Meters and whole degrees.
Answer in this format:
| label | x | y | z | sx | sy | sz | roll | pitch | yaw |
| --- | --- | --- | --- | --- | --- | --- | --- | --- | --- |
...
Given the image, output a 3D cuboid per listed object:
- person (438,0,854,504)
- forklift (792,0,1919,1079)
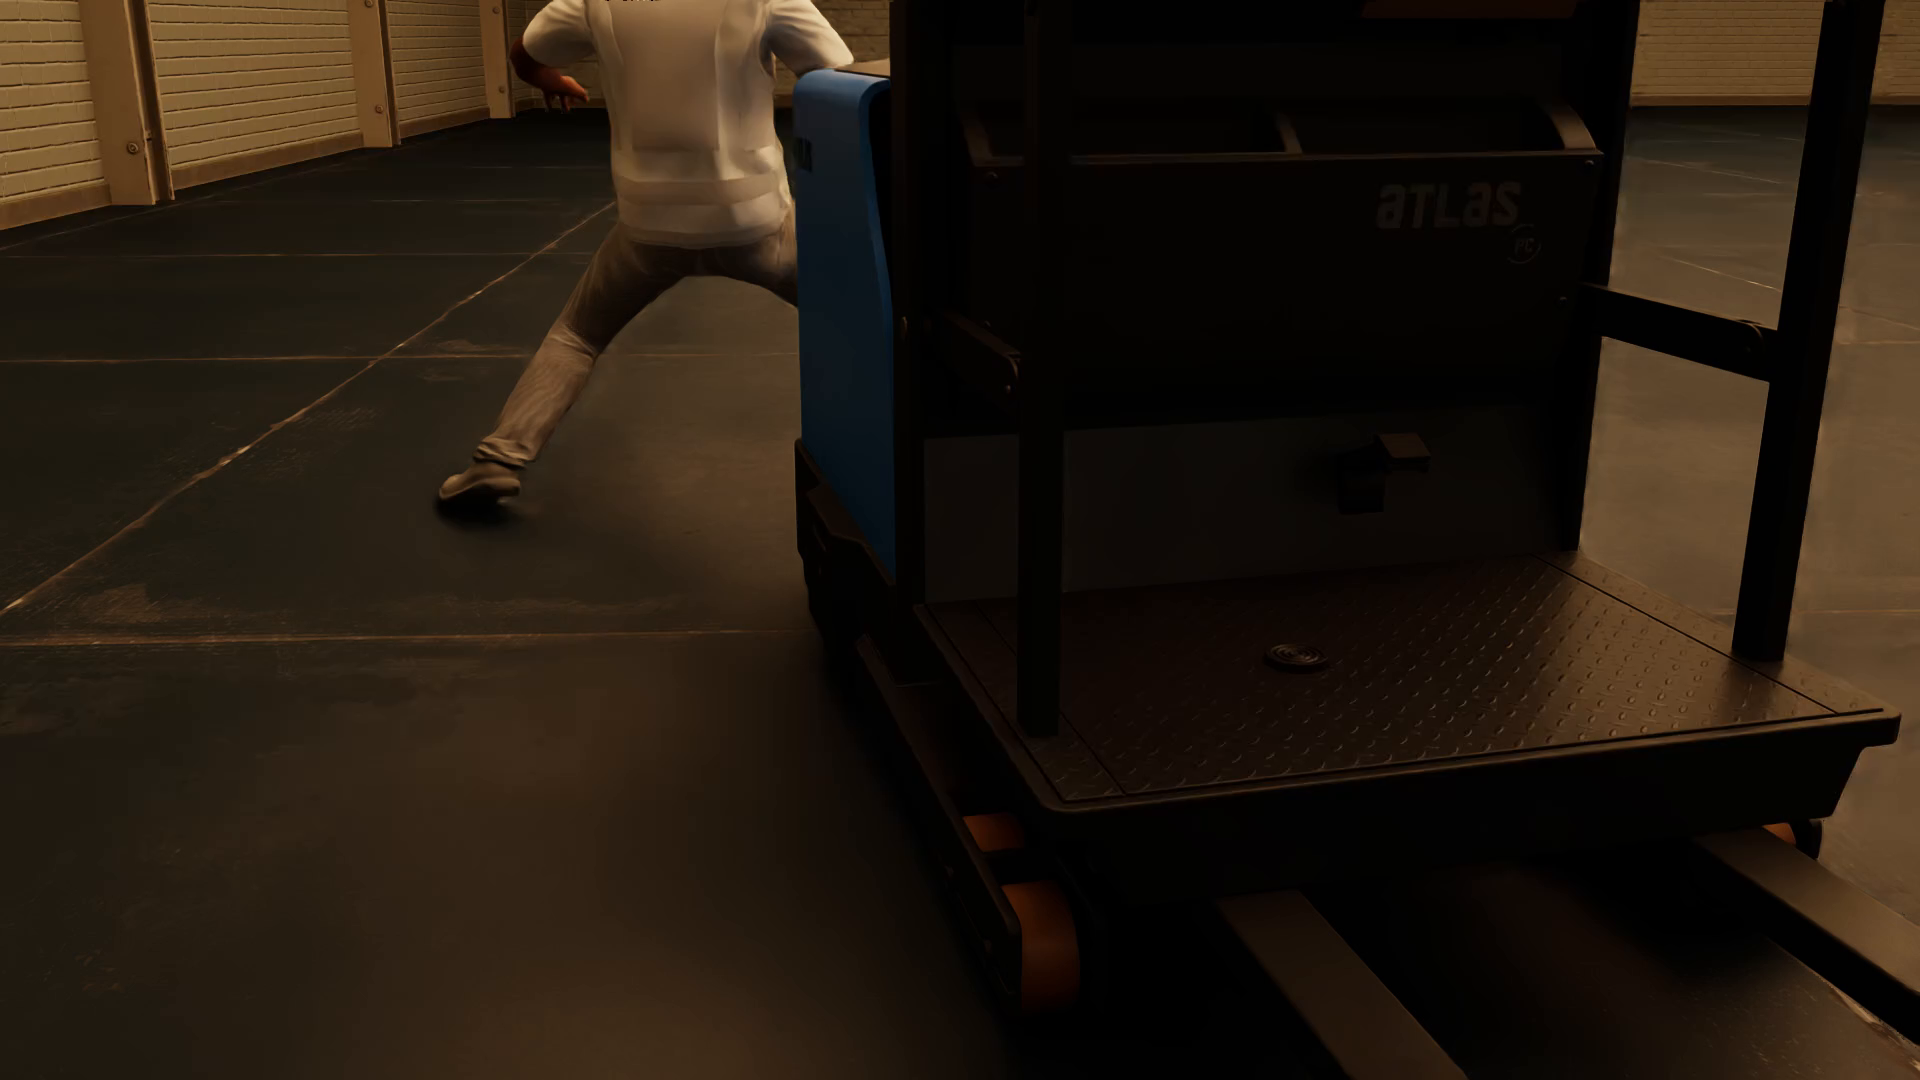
| label | x | y | z | sx | sy | sz | roll | pitch | yaw |
| --- | --- | --- | --- | --- | --- | --- | --- | --- | --- |
| person | -0.658 | -0.903 | 4.211 | 1.236 | 1.558 | 0.956 | 3 | 17 | 8 |
| forklift | 0.504 | -0.945 | 1.996 | 1.130 | 2.935 | 3.031 | -4 | 18 | -14 |
